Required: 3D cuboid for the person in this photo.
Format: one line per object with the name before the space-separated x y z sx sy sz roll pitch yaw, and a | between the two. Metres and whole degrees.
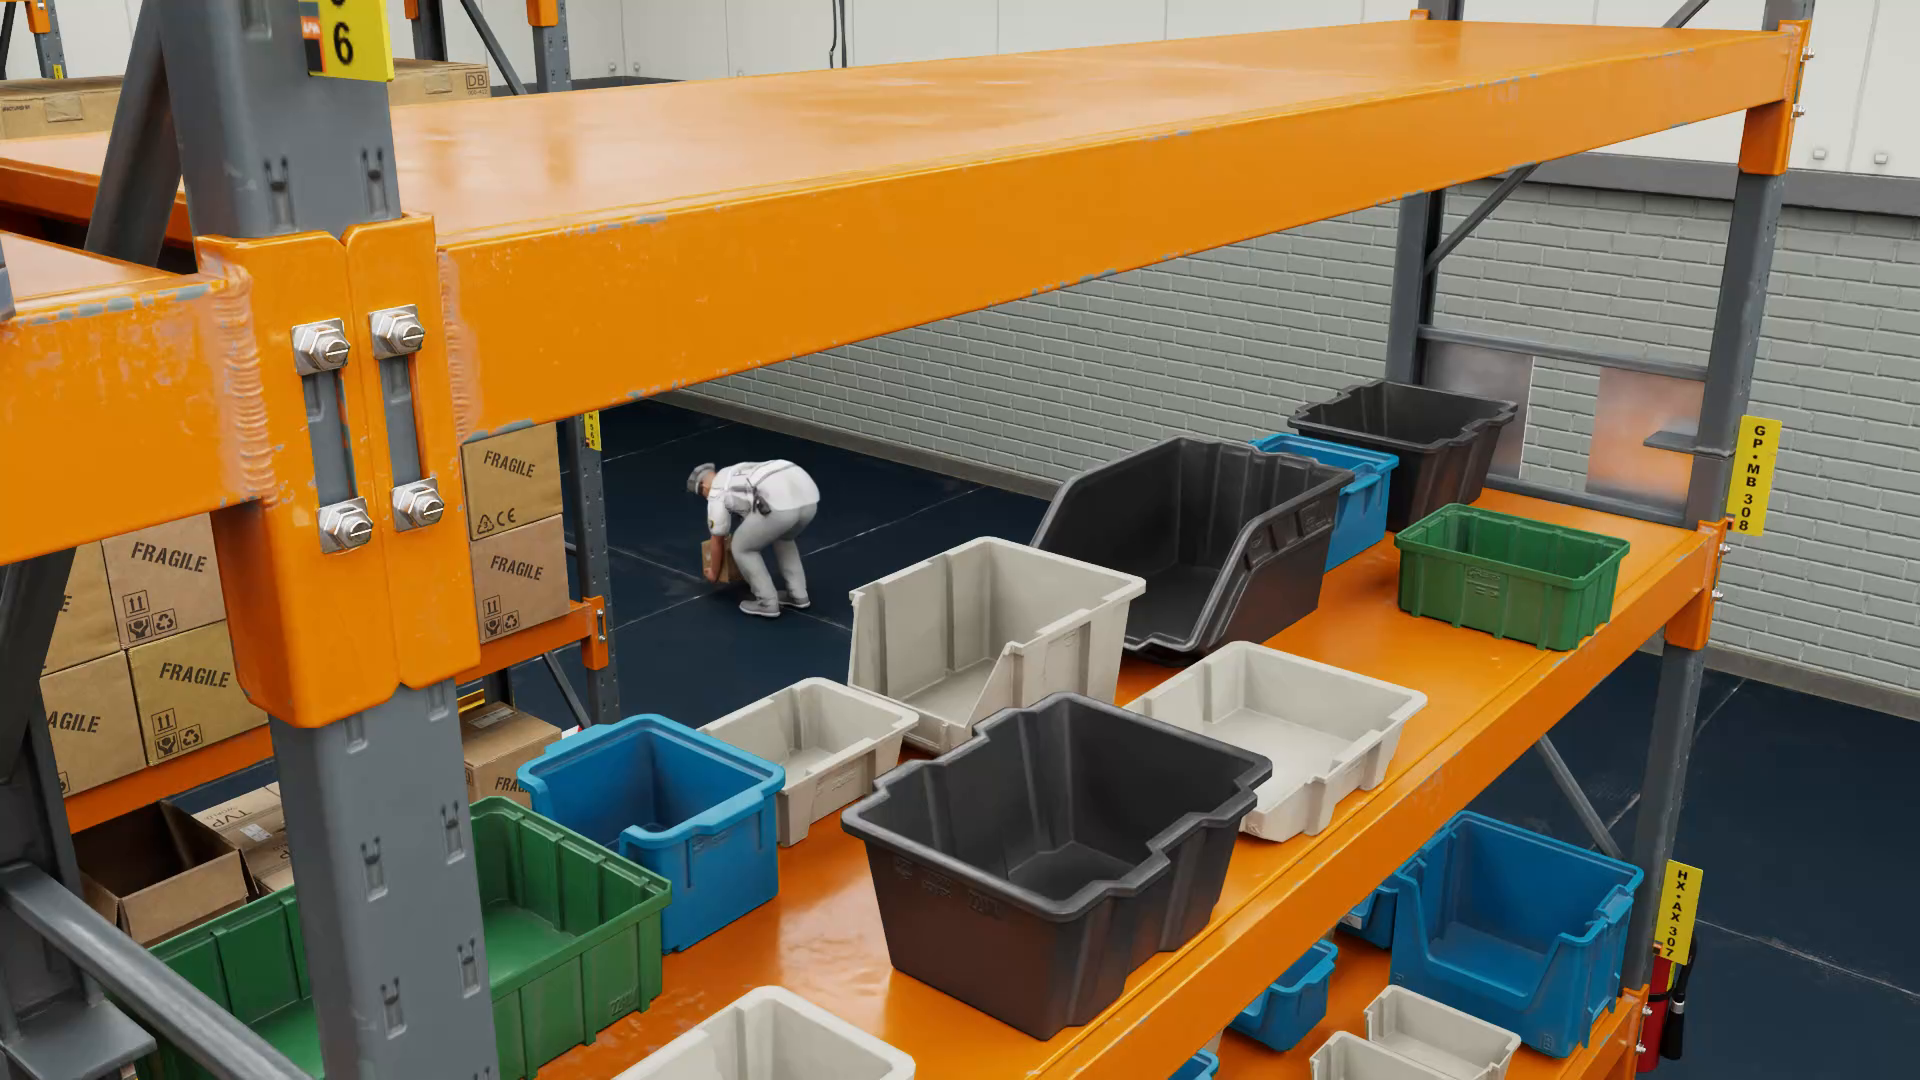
person | -1.406 -0.058 11.257 1.036 1.046 0.509 14 24 34
